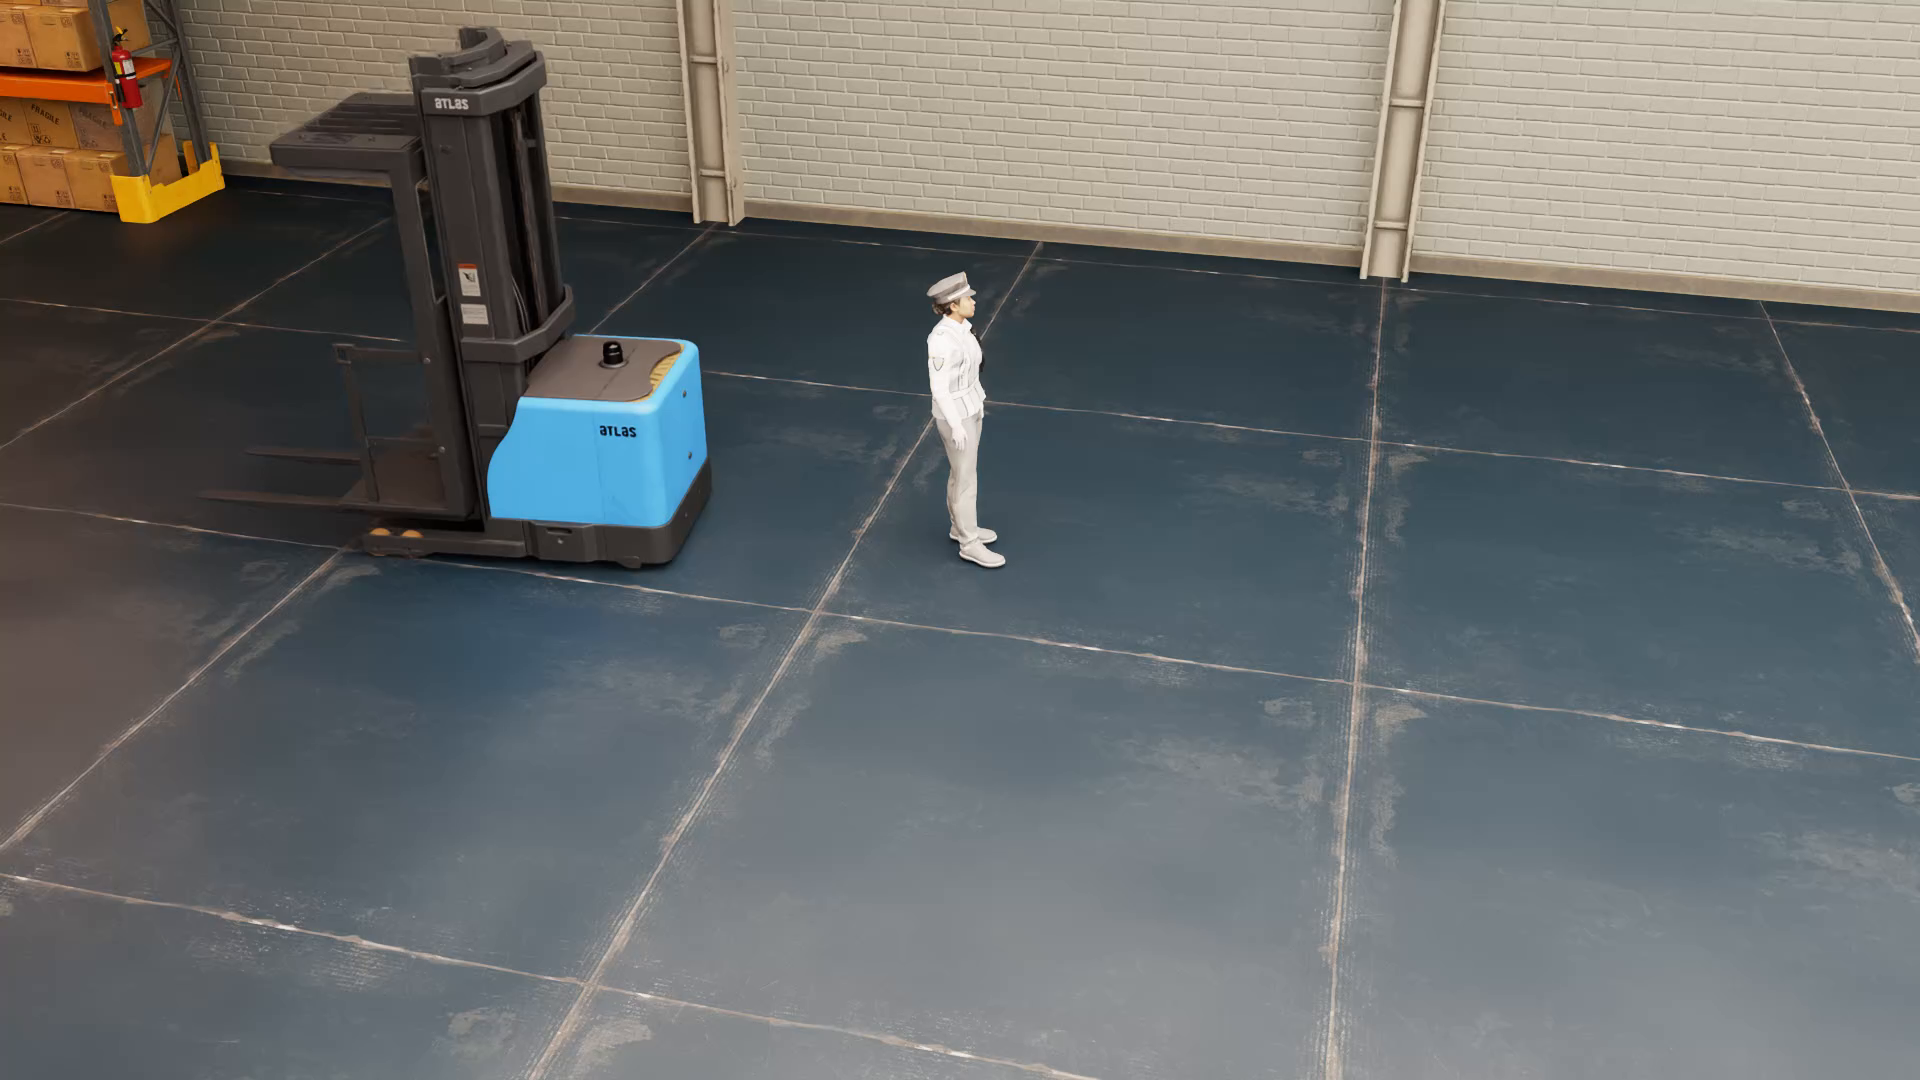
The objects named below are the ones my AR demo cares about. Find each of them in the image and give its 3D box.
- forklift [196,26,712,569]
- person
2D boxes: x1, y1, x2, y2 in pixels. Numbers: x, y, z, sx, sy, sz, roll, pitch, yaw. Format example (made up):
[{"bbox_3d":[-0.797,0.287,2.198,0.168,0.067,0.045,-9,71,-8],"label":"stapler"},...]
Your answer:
[{"bbox_3d":[-3.131,-1.417,9.672,3.031,2.935,1.130,4,30,6],"label":"forklift"},{"bbox_3d":[0.065,-0.732,9.702,0.530,1.694,0.586,7,30,12],"label":"person"}]
